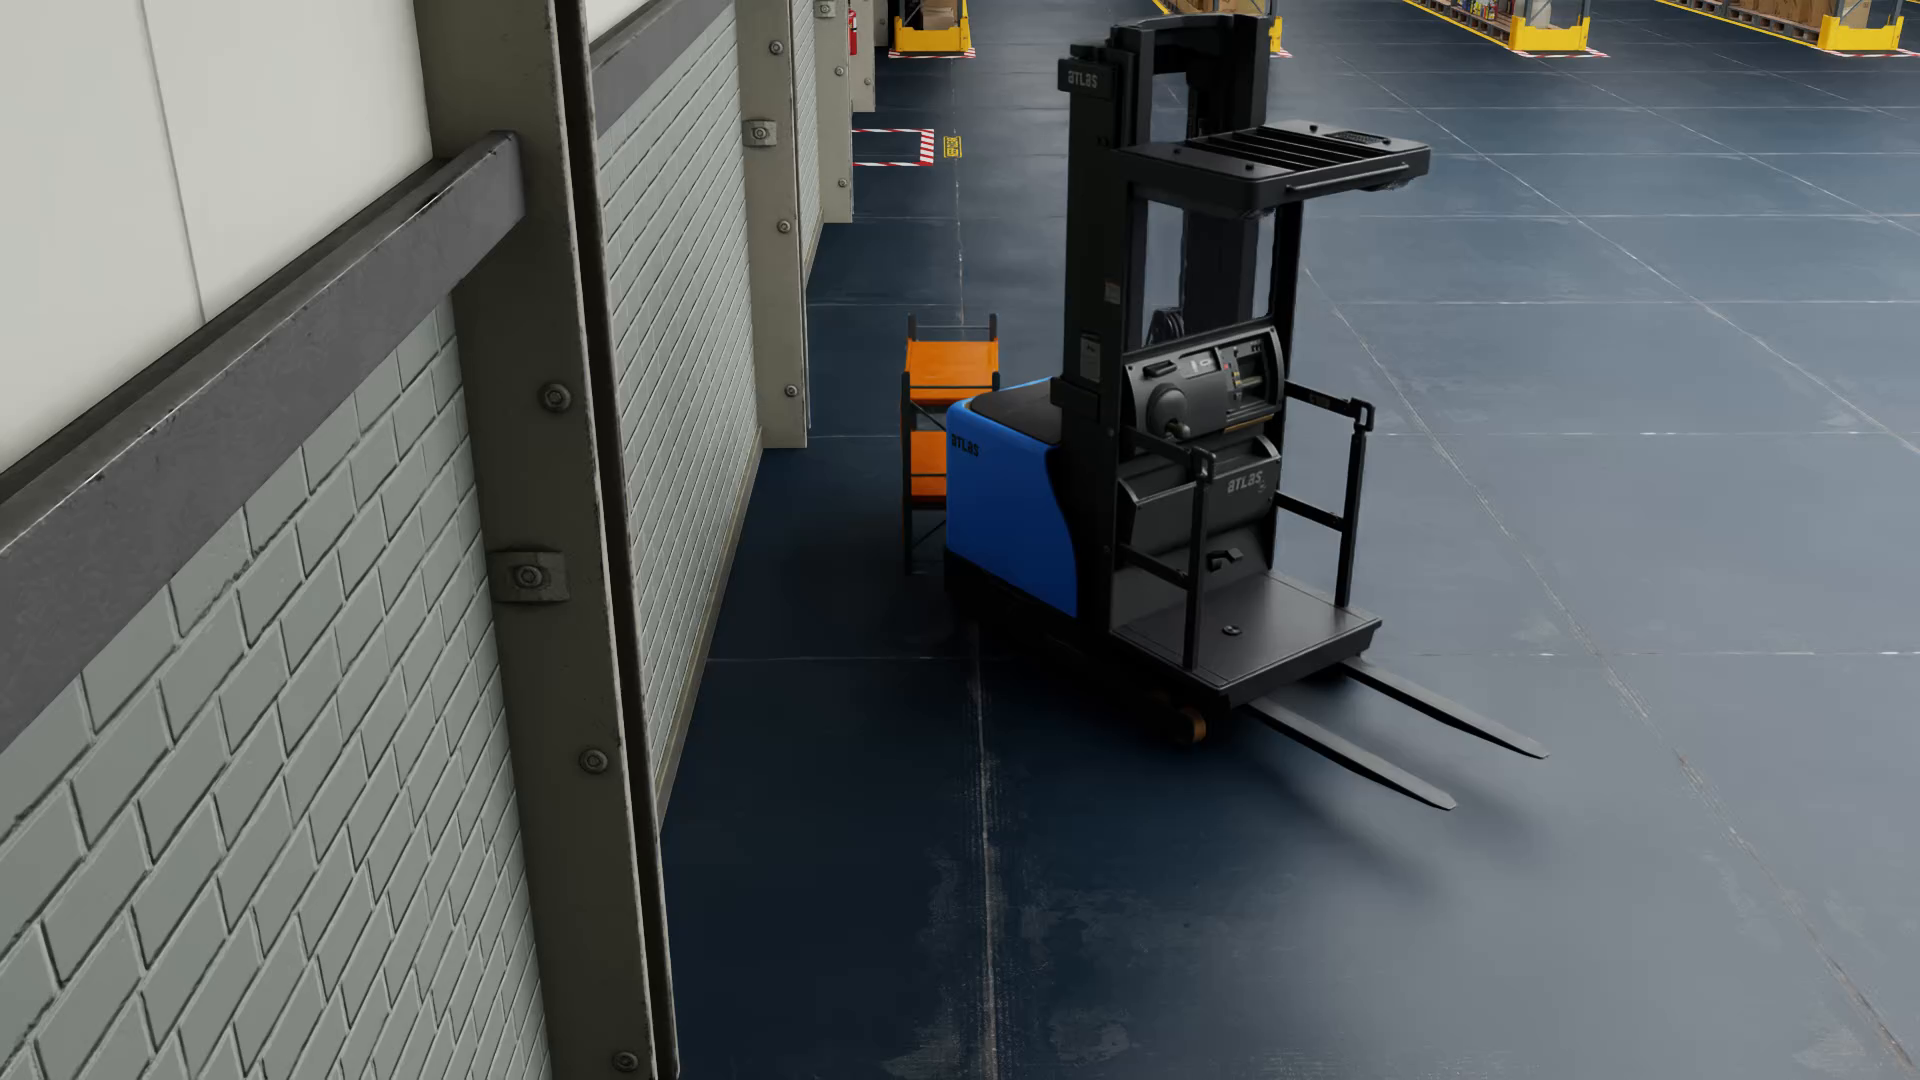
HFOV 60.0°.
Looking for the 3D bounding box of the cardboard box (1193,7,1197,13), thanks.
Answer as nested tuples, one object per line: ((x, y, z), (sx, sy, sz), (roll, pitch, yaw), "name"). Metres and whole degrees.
((4.171, -8.759, 27.803), (0.500, 0.250, 0.500), (0, 24, -1), "cardboard box")

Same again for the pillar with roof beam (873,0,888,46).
((2.976, -12.202, 25.309), (9.100, 9.000, 0.400), (0, 24, -1), "pillar with roof beam")

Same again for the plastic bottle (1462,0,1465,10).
((9.003, -9.551, 29.498), (0.152, 0.276, 0.135), (1, 24, 1), "plastic bottle")

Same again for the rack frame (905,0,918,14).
((-0.500, -10.813, 29.518), (1.000, 3.000, 0.127), (0, 24, -1), "rack frame")

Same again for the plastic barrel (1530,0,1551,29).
((9.367, -8.538, 26.997), (0.421, 0.512, 0.421), (0, 24, 0), "plastic barrel")

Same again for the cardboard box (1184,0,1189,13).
((4.156, -9.171, 28.714), (0.500, 0.250, 0.500), (0, 24, -1), "cardboard box")

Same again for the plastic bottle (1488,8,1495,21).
((8.992, -8.889, 28.127), (0.097, 0.201, 0.097), (0, 24, 0), "plastic bottle")

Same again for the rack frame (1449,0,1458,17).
((9.407, -10.857, 29.616), (1.000, 3.000, 0.127), (0, 24, -1), "rack frame")

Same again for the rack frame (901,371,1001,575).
((-0.046, -0.334, 8.623), (0.500, 1.125, 0.032), (0, 24, 0), "rack frame")

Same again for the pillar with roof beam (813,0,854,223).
((3.107, -7.257, 14.376), (9.100, 9.000, 0.400), (0, 24, -1), "pillar with roof beam")

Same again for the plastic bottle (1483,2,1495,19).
((9.017, -9.027, 28.341), (0.152, 0.276, 0.135), (0, 24, 0), "plastic bottle")

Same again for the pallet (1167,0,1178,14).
((4.407, -9.870, 30.816), (1.003, 0.211, 1.213), (0, 24, -1), "pallet")

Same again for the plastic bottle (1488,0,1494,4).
((9.155, -9.240, 28.812), (0.152, 0.276, 0.135), (0, 24, -1), "plastic bottle")

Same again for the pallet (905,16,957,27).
((-0.441, -8.762, 28.367), (1.003, 0.211, 1.213), (0, 24, -1), "pallet")

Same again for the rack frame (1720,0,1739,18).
((14.359, -10.880, 29.666), (1.000, 3.000, 0.127), (0, 24, -1), "rack frame")

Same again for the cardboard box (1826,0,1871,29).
((14.413, -8.541, 27.019), (0.500, 0.500, 0.500), (4, 25, 9), "cardboard box")

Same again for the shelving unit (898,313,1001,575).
((-0.043, -0.543, 9.086), (0.538, 1.125, 1.048), (0, 24, 0), "shelving unit")

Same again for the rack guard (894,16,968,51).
((-0.457, -8.057, 26.458), (1.175, 0.500, 0.348), (0, 24, -1), "rack guard")

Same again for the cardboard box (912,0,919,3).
((-0.524, -10.178, 30.613), (0.700, 0.500, 0.500), (1, 24, 1), "cardboard box")

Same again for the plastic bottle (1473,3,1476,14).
((8.982, -9.254, 28.933), (0.097, 0.201, 0.097), (0, 24, 0), "plastic bottle")

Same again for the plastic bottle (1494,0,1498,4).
((9.558, -9.586, 29.486), (0.144, 0.351, 0.185), (0, 24, -1), "plastic bottle")

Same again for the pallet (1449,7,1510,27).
((9.372, -9.310, 29.579), (1.003, 0.211, 1.213), (0, 24, -1), "pallet")

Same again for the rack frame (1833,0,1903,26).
((14.403, -9.231, 26.021), (1.000, 3.000, 0.127), (0, 24, -1), "rack frame")

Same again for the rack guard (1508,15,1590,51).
((9.402, -8.101, 26.556), (1.175, 0.500, 0.348), (0, 24, -1), "rack guard")

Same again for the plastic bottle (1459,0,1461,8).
((8.973, -9.608, 29.715), (0.097, 0.201, 0.097), (0, 24, 0), "plastic bottle")

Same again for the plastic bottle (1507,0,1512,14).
((9.605, -9.333, 29.008), (0.061, 0.283, 0.133), (0, 24, -1), "plastic bottle")

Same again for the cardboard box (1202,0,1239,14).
((4.194, -8.688, 26.737), (0.500, 0.500, 0.500), (0, 24, -1), "cardboard box")

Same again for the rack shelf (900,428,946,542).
((-0.043, -0.320, 9.186), (0.538, 0.278, 1.000), (0, 24, 0), "rack shelf")

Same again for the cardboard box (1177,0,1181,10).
((4.155, -9.583, 29.625), (0.500, 0.250, 0.500), (0, 24, -1), "cardboard box")

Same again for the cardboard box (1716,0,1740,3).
((14.374, -10.194, 30.650), (0.700, 0.500, 0.500), (-2, 24, -5), "cardboard box")

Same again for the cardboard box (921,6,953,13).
((-0.380, -8.660, 27.488), (0.500, 0.311, 0.500), (2, 24, 4), "cardboard box")

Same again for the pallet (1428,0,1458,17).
((9.359, -9.910, 30.906), (1.003, 0.211, 1.213), (0, 24, -1), "pallet")

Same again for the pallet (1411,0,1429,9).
((9.343, -10.414, 32.020), (1.003, 0.211, 1.213), (0, 24, -1), "pallet")

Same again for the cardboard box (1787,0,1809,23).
((14.384, -9.045, 28.134), (0.500, 0.500, 0.500), (2, 24, 4), "cardboard box")

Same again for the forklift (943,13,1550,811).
((1.216, -0.668, 7.170), (1.130, 2.935, 3.031), (-18, 30, -34), "forklift")

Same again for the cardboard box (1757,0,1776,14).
((14.338, -9.531, 29.207), (0.500, 0.500, 0.500), (8, 25, 16), "cardboard box")

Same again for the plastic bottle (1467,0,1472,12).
((9.003, -9.439, 29.160), (0.144, 0.351, 0.185), (-1, 24, -3), "plastic bottle")

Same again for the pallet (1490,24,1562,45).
((9.399, -8.305, 27.356), (1.003, 0.211, 1.213), (0, 24, -1), "pallet")

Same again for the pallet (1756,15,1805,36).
((14.418, -8.829, 28.514), (1.003, 0.211, 1.213), (0, 24, -1), "pallet")

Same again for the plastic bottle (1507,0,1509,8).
((9.704, -9.508, 29.313), (0.144, 0.351, 0.185), (-1, 24, -3), "plastic bottle")

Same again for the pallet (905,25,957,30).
((-0.430, -8.260, 27.258), (1.003, 0.211, 1.213), (0, 24, -1), "pallet")

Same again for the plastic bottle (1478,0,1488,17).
((9.009, -9.187, 28.603), (0.144, 0.351, 0.185), (1, 24, 2), "plastic bottle")

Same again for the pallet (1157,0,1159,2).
((4.380, -10.875, 33.039), (1.003, 0.211, 1.213), (0, 24, -1), "pallet")

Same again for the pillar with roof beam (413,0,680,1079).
((3.238, -2.312, 3.443), (9.100, 9.000, 0.400), (0, 24, -1), "pillar with roof beam")

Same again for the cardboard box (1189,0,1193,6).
((4.164, -9.306, 28.104), (0.500, 0.500, 0.500), (0, 24, -1), "cardboard box")

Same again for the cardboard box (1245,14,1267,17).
((4.714, -8.349, 26.897), (0.500, 0.250, 0.500), (0, 24, -1), "cardboard box")

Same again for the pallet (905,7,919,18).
((-0.457, -9.266, 29.481), (1.003, 0.211, 1.213), (0, 24, -1), "pallet")
